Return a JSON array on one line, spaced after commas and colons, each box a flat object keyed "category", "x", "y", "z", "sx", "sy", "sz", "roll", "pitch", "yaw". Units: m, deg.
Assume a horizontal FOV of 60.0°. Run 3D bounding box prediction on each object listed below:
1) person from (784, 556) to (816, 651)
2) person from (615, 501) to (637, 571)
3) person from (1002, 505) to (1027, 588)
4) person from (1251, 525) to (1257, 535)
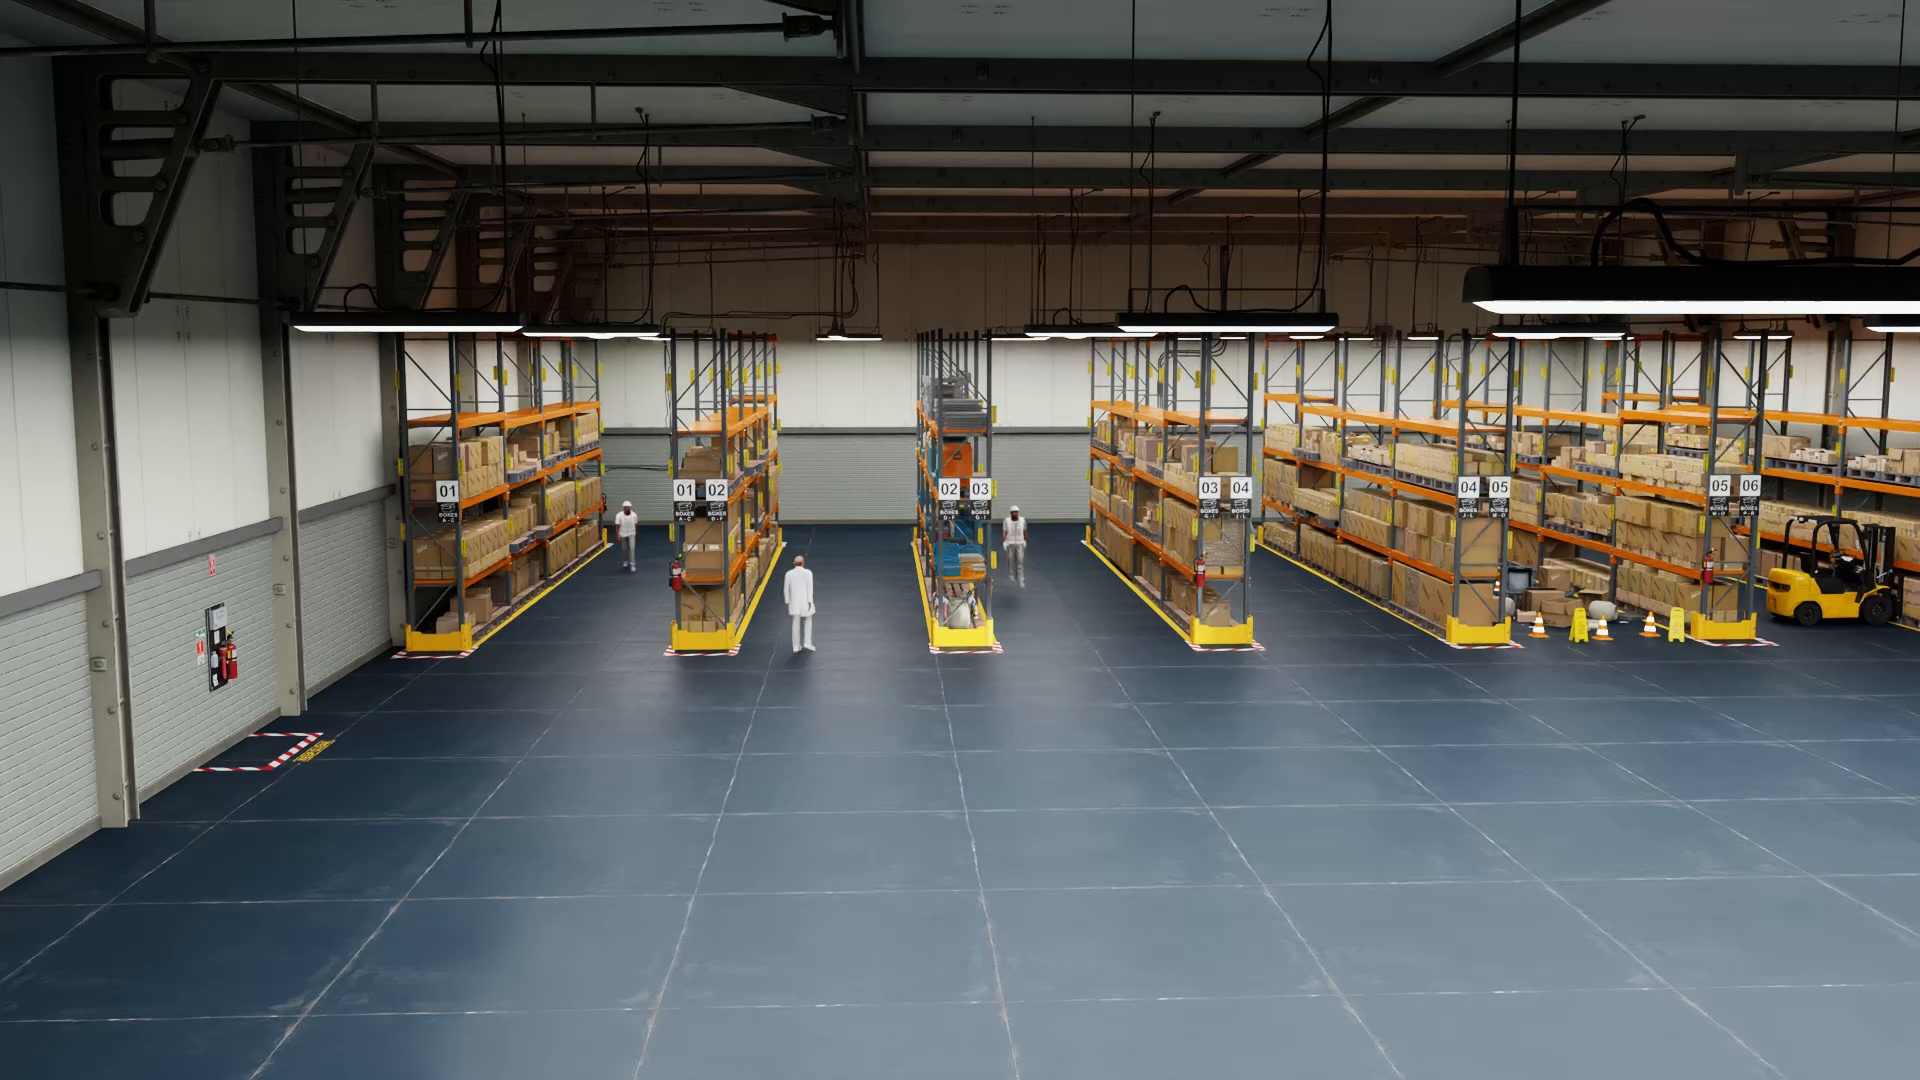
[{"category": "person", "x": -2.992, "y": 1.217, "z": 31.010, "sx": 0.580, "sy": 1.832, "sz": 0.663, "roll": 0, "pitch": 7, "yaw": -3}, {"category": "person", "x": -8.458, "y": -0.118, "z": 42.157, "sx": 0.551, "sy": 1.740, "sz": 0.934, "roll": -1, "pitch": 7, "yaw": -12}, {"category": "person", "x": 1.247, "y": 0.132, "z": 37.690, "sx": 0.578, "sy": 1.847, "sz": 0.684, "roll": 0, "pitch": 7, "yaw": -3}, {"category": "person", "x": 8.279, "y": -0.905, "z": 48.914, "sx": 0.996, "sy": 1.728, "sz": 0.520, "roll": 0, "pitch": 7, "yaw": -3}]
